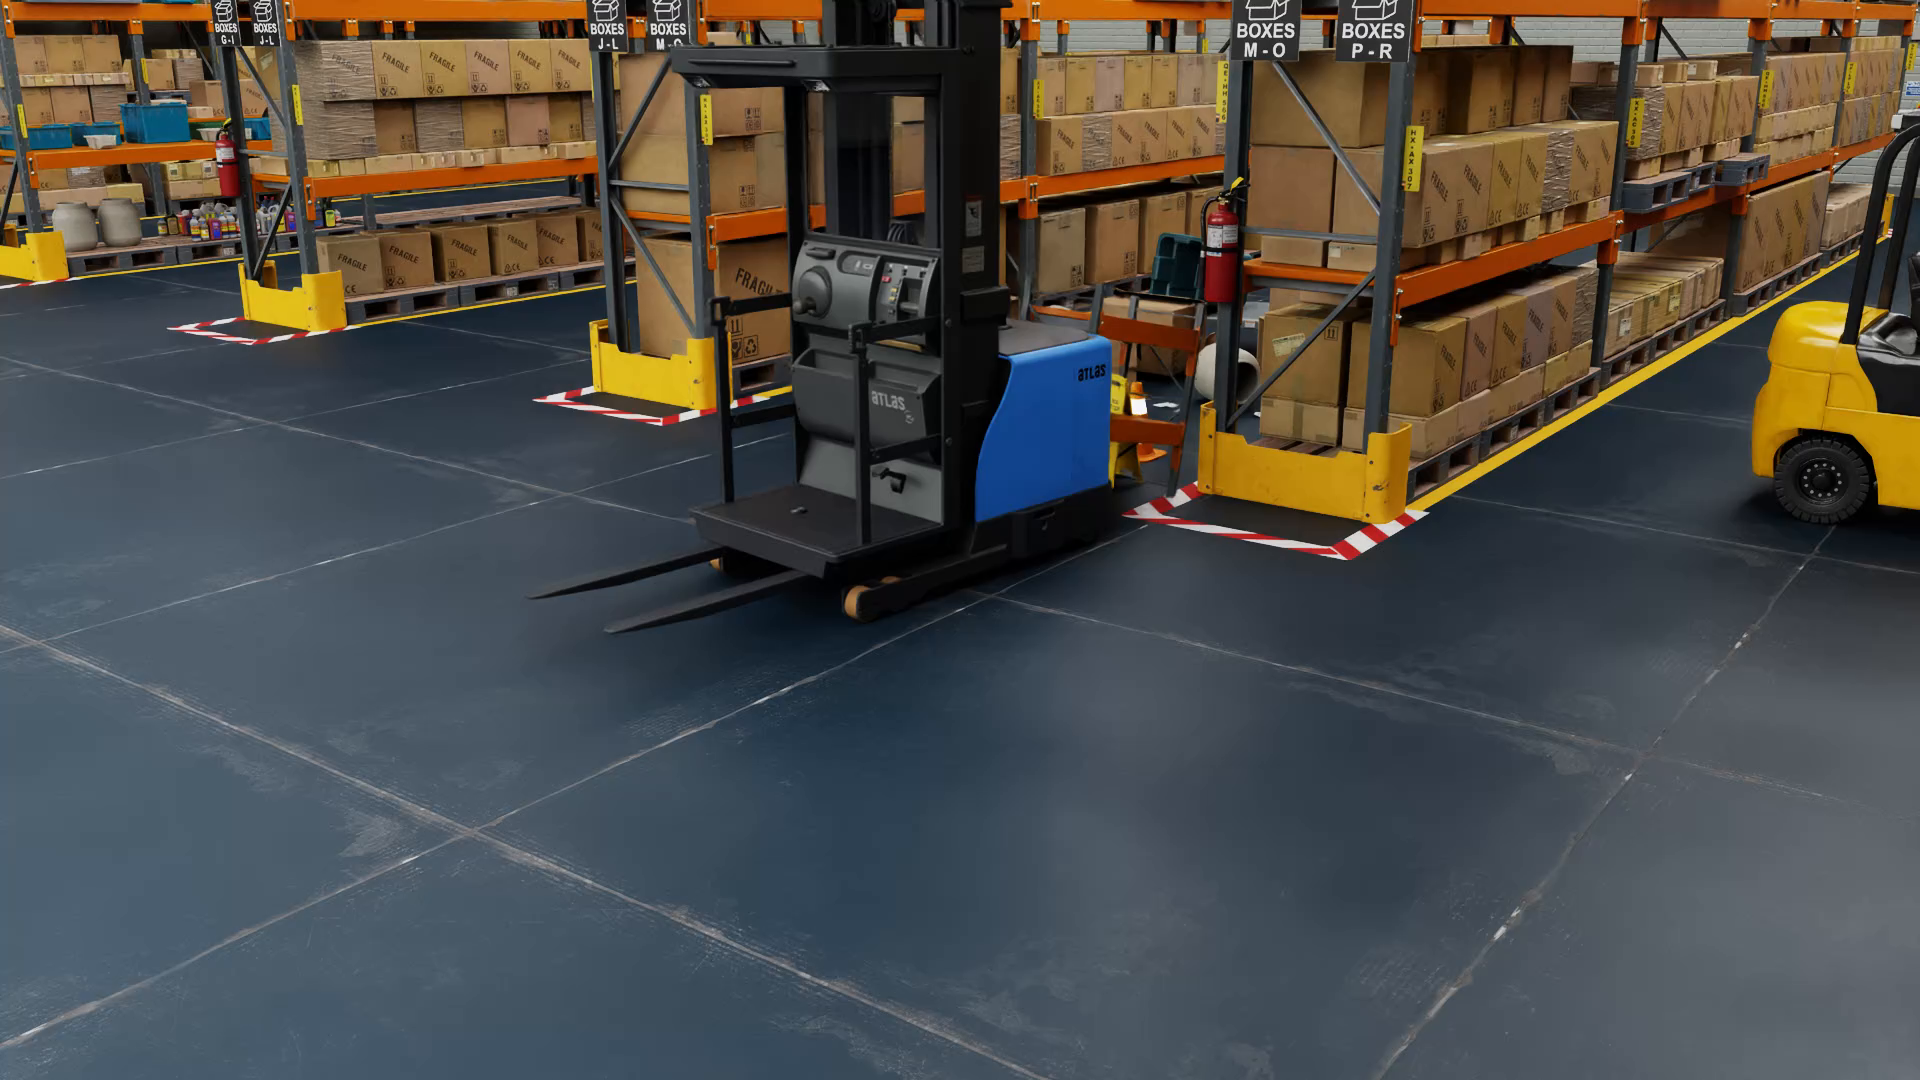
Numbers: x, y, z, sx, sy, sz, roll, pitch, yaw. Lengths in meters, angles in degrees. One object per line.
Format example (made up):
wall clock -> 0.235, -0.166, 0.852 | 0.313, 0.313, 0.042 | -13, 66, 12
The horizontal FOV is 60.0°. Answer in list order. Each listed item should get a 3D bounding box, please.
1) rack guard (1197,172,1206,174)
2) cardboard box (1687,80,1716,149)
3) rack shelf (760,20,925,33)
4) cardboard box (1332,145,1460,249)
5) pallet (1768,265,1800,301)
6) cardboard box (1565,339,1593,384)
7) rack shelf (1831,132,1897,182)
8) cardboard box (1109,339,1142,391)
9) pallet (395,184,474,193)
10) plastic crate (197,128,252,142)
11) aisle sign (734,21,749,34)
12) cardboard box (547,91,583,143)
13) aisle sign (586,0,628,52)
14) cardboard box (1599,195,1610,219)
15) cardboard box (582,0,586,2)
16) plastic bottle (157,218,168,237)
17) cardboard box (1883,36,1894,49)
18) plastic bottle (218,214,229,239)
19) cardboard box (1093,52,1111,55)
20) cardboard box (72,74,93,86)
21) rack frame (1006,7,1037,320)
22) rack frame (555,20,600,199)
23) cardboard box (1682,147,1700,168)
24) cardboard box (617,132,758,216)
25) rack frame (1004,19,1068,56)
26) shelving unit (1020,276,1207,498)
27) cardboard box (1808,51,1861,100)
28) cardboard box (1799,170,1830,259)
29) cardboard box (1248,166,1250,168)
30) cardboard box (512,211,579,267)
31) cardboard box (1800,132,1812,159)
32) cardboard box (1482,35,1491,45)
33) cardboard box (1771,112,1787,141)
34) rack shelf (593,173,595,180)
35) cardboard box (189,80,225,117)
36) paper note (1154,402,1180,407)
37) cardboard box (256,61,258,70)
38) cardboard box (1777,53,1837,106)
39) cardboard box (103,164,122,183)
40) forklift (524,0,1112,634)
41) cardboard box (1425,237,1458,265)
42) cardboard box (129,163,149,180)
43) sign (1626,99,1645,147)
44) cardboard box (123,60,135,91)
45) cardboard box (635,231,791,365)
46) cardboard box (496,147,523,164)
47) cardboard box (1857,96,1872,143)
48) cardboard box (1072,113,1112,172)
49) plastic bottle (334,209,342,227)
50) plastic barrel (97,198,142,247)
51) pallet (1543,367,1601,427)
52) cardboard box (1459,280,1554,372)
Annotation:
rack guard -> 3.469, -6.011, 27.256 | 1.175, 0.500, 0.348 | 12, 21, 35
cardboard box -> 5.674, -3.400, 13.255 | 0.500, 0.500, 0.500 | 11, 21, 32
rack shelf -> -1.715, -8.686, 27.813 | 1.077, 0.370, 4.000 | 12, 21, 35
cardboard box -> 2.385, -1.890, 9.103 | 0.500, 0.500, 0.500 | 12, 21, 34
pallet -> 7.905, -2.674, 16.999 | 1.003, 0.211, 1.213 | 12, 21, 35
cardboard box -> 4.127, -1.288, 11.763 | 0.500, 0.250, 0.500 | 14, 22, 37
rack shelf -> 10.222, -4.628, 19.801 | 1.077, 0.370, 4.000 | 12, 21, 35
cardboard box -> 0.894, -1.310, 12.114 | 0.797, 0.503, 0.637 | -1, 17, -3
pallet -> -8.790, -5.884, 27.336 | 1.003, 0.211, 1.213 | 12, 21, 35
plastic crate -> -8.437, -4.658, 19.131 | 0.530, 0.136, 0.437 | 12, 21, 35
aisle sign -> -4.212, -10.154, 31.999 | 0.394, 0.787, 0.004 | 12, 21, 35
cardboard box -> -4.339, -4.321, 16.931 | 0.875, 0.500, 0.500 | 12, 21, 35
aisle sign -> -2.439, -3.765, 11.426 | 0.394, 0.787, 0.004 | 12, 21, 35
cardboard box -> 4.317, -2.339, 11.641 | 0.380, 0.149, 0.250 | 12, 21, 34
cardboard box -> -3.757, -5.547, 16.742 | 0.500, 0.250, 0.500 | 13, 22, 37
plastic bottle -> -9.314, -3.652, 19.421 | 0.097, 0.201, 0.097 | 0, 17, 0
cardboard box -> 10.959, -5.968, 19.955 | 0.380, 0.149, 0.250 | 13, 21, 36
plastic bottle -> -8.522, -3.629, 19.229 | 0.097, 0.271, 0.097 | 0, 17, 0
cardboard box -> 1.862, -6.859, 24.261 | 0.500, 0.500, 0.500 | 12, 21, 35
cardboard box -> -11.942, -6.225, 22.471 | 0.380, 0.149, 0.250 | 12, 21, 33
rack frame -> 0.228, -3.440, 14.763 | 1.000, 3.000, 0.127 | 12, 21, 35
rack frame -> -5.290, -6.168, 23.549 | 1.000, 3.000, 0.127 | 12, 21, 35
cardboard box -> 5.646, -3.051, 13.227 | 0.380, 0.149, 0.250 | 13, 22, 37
cardboard box -> -1.971, -2.655, 11.984 | 0.875, 0.550, 0.550 | 12, 21, 35
rack frame -> 1.071, -6.246, 23.799 | 1.000, 3.000, 0.127 | 12, 21, 35
shelving unit -> 0.793, -0.819, 9.217 | 0.538, 1.125, 1.048 | 14, 10, 38
cardboard box -> 9.508, -5.091, 18.224 | 0.500, 0.500, 0.500 | 13, 21, 35
cardboard box -> 8.725, -3.519, 17.892 | 0.875, 0.875, 0.875 | 13, 22, 36
cardboard box -> 3.719, -4.333, 19.881 | 0.500, 0.250, 0.500 | 13, 22, 37
cardboard box -> -4.301, -3.121, 17.244 | 0.500, 0.500, 0.500 | -12, 21, -33
cardboard box -> 8.345, -4.034, 16.929 | 0.500, 0.250, 0.500 | 12, 21, 33
cardboard box -> 7.003, -6.692, 22.879 | 0.500, 0.500, 0.500 | 12, 21, 33
cardboard box -> 7.456, -3.909, 15.684 | 0.500, 0.250, 0.500 | 13, 21, 36
rack shelf -> -2.504, -4.473, 19.304 | 1.077, 0.370, 4.000 | 12, 21, 35
cardboard box -> -10.864, -6.445, 24.272 | 0.500, 0.500, 0.500 | 14, 22, 39
paper note -> 1.471, -0.966, 11.822 | 0.142, 0.019, 0.148 | -11, 20, -32
cardboard box -> -12.432, -8.312, 29.748 | 0.500, 0.500, 0.500 | 13, 22, 36
cardboard box -> 8.663, -4.745, 17.110 | 0.500, 0.500, 0.500 | 13, 21, 36
cardboard box -> -12.177, -5.282, 23.360 | 0.500, 0.500, 0.500 | 12, 21, 35
forklift -> -0.599, -1.198, 7.660 | 1.130, 2.935, 3.031 | 16, 24, 42
cardboard box -> 2.611, -1.672, 9.495 | 0.380, 0.149, 0.250 | 12, 21, 33
cardboard box -> -11.638, -5.394, 24.039 | 0.500, 0.311, 0.500 | 12, 21, 35
sign -> 4.704, -2.909, 11.593 | 0.100, 0.325, 0.005 | 12, 21, 35
cardboard box -> -14.243, -7.763, 27.772 | 0.700, 0.500, 0.500 | 12, 21, 35
cardboard box -> -1.804, -1.846, 12.506 | 0.875, 0.875, 0.875 | 13, 21, 35
cardboard box -> -4.493, -3.763, 16.226 | 0.380, 0.149, 0.250 | 12, 21, 35
cardboard box -> 10.125, -4.844, 19.117 | 0.500, 0.500, 0.500 | 13, 21, 35
cardboard box -> 1.058, -3.686, 15.386 | 0.500, 0.500, 0.500 | 13, 21, 35
plastic bottle -> -7.639, -3.948, 20.376 | 0.097, 0.201, 0.097 | 0, 17, 0
plastic barrel -> -9.427, -3.565, 18.653 | 0.421, 0.512, 0.421 | 0, 17, 0
pallet -> 3.892, -1.091, 11.902 | 1.003, 0.211, 1.213 | 12, 21, 35
cardboard box -> 3.522, -1.403, 10.869 | 0.500, 0.500, 0.500 | 14, 22, 38
